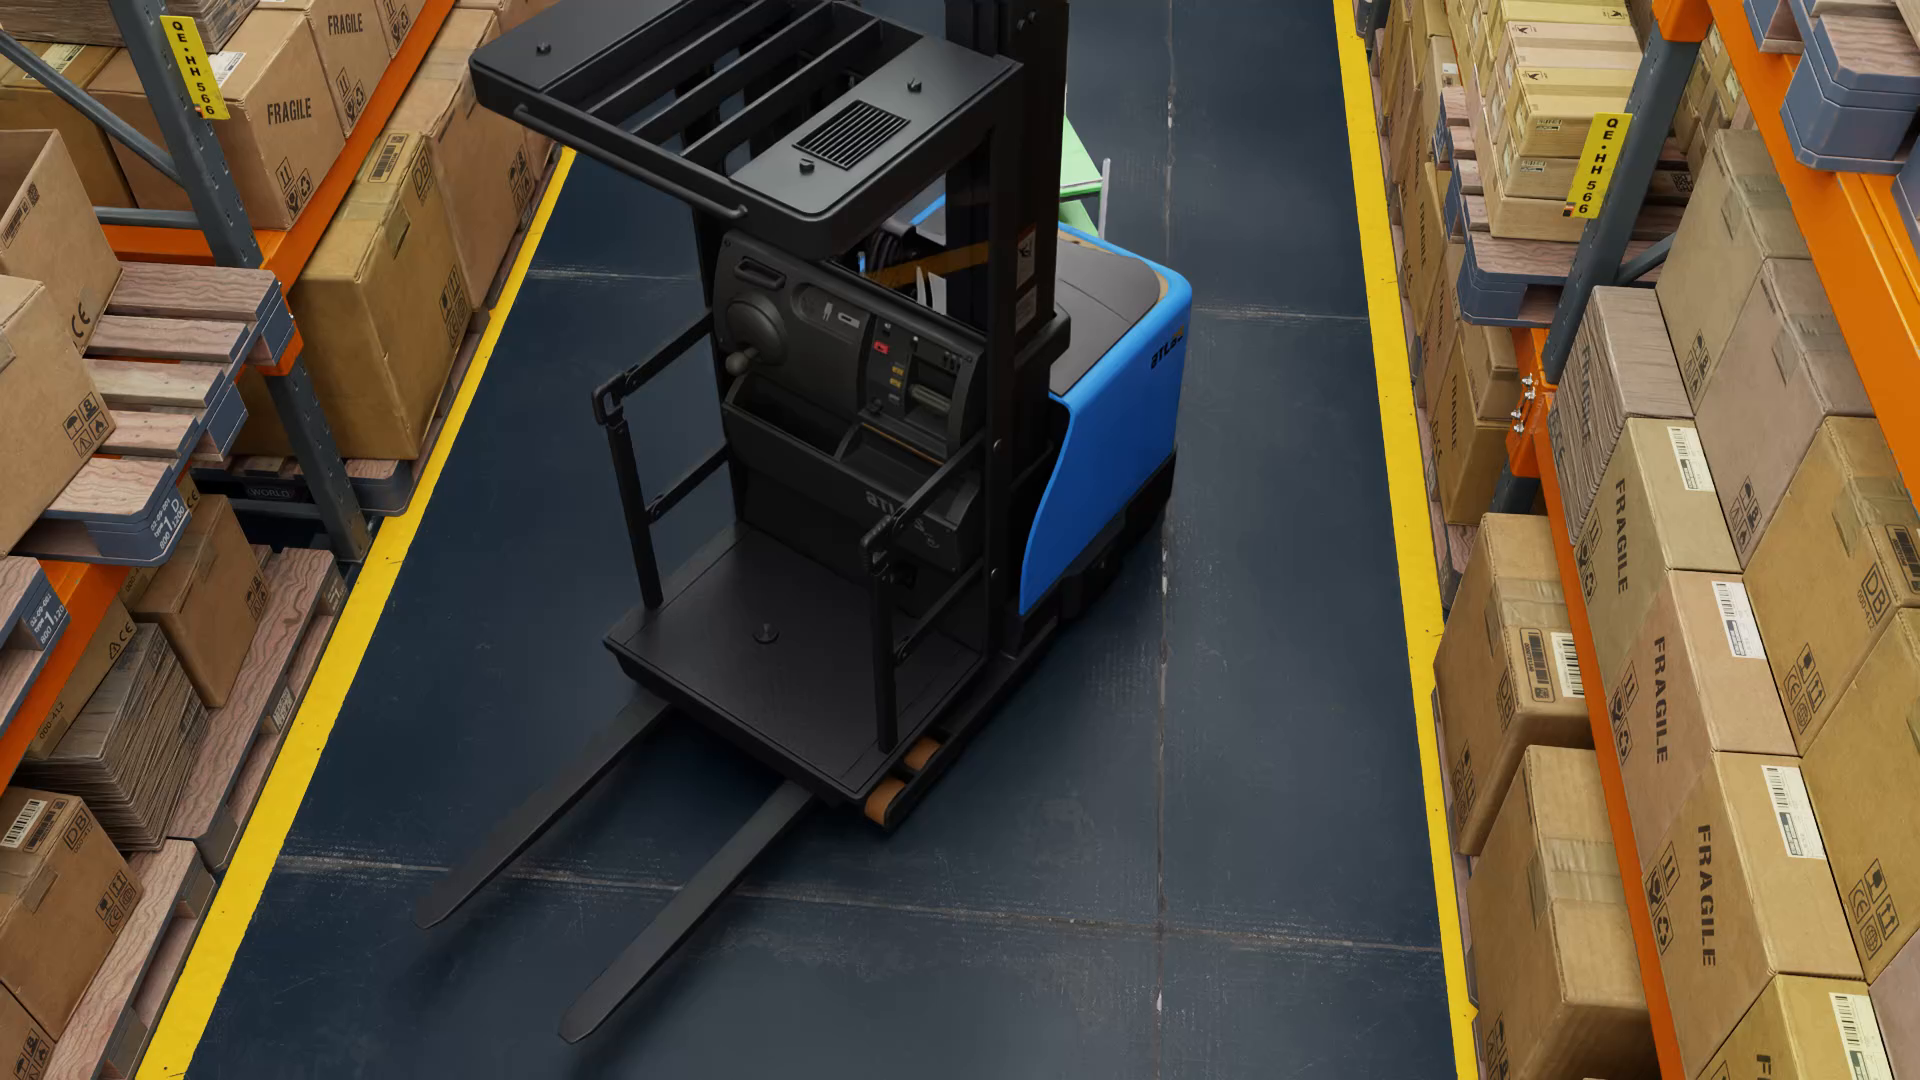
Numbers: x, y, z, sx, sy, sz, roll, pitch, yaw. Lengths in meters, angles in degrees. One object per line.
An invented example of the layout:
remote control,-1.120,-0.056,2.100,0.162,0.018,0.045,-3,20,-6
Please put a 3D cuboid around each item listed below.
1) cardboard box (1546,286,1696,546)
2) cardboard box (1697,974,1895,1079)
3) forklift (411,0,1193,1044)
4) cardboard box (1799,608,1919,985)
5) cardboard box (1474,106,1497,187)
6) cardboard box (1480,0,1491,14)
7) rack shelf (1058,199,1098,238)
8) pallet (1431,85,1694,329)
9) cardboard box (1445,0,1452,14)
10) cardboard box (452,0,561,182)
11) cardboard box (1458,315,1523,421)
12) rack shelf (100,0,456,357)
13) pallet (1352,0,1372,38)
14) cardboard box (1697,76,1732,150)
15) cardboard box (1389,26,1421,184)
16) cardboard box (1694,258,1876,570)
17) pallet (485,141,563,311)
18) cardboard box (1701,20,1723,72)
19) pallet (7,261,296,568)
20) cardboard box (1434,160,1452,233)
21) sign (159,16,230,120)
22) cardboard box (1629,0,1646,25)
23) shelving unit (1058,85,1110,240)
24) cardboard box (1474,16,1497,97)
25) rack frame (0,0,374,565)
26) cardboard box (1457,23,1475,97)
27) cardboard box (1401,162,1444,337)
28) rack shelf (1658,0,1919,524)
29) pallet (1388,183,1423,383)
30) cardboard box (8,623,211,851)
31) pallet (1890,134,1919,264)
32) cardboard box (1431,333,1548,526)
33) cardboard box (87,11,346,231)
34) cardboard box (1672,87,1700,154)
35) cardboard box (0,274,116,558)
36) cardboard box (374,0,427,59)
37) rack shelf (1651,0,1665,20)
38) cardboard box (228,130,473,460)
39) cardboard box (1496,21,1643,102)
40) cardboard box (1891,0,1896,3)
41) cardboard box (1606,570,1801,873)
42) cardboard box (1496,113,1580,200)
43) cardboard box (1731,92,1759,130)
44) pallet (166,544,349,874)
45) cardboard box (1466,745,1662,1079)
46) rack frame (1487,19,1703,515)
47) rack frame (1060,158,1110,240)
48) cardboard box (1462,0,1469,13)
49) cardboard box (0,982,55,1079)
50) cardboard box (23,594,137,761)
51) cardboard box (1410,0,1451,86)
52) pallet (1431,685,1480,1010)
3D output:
cardboard box,1.913,-0.313,4.436,0.500,0.500,0.500,4,48,4
cardboard box,1.732,1.171,3.079,0.500,0.500,0.500,4,48,4
forklift,-0.468,-0.475,4.698,1.130,2.935,3.031,28,53,23
cardboard box,2.037,0.492,3.022,0.700,0.500,0.500,3,48,3
cardboard box,1.835,-1.224,5.222,0.380,0.149,0.250,4,48,3
cardboard box,1.881,-1.813,5.358,0.380,0.149,0.250,5,48,5
rack shelf,0.344,-1.202,6.297,0.258,0.148,0.480,-12,49,-11
pallet,2.182,-1.057,5.314,1.213,0.211,1.003,4,48,4
cardboard box,1.932,-1.983,5.917,0.380,0.149,0.250,5,48,5
cardboard box,-2.461,-2.234,7.416,1.225,0.875,0.875,2,48,2
cardboard box,2.024,-0.662,5.724,0.500,0.250,0.500,3,48,3
rack shelf,-2.525,-2.226,6.740,1.077,0.370,4.000,4,48,4
pallet,2.614,-3.085,8.929,1.003,0.211,1.213,4,48,4
cardboard box,2.490,-1.289,5.081,0.380,0.149,0.250,6,48,5
cardboard box,2.210,-1.914,7.377,0.500,0.500,0.500,6,48,5
cardboard box,2.128,-0.261,3.711,0.700,0.500,0.500,3,48,3
pallet,-2.446,-1.526,7.503,1.003,0.211,1.213,4,48,4
cardboard box,2.507,-1.553,5.120,0.380,0.149,0.250,4,48,3
pallet,-2.666,-0.403,4.716,1.213,0.211,1.003,4,48,4
cardboard box,2.122,-1.407,6.405,0.500,0.250,0.500,5,48,4
sign,-2.166,-1.333,4.706,0.100,0.325,0.005,4,48,4
cardboard box,2.584,-1.937,5.875,0.380,0.149,0.250,4,48,4
shelving unit,0.344,-1.083,6.427,0.258,1.200,0.503,-12,49,-11
cardboard box,1.859,-1.532,5.302,0.380,0.149,0.250,5,48,4
rack frame,-2.707,-0.999,5.131,1.000,3.000,0.127,4,48,4
cardboard box,1.884,-1.596,5.562,0.380,0.149,0.250,3,48,3
cardboard box,2.106,-1.161,6.689,0.500,0.500,0.500,2,48,2
rack shelf,2.041,0.109,2.572,1.077,0.370,4.000,4,48,4
pallet,2.410,-1.118,7.129,1.003,0.211,1.213,4,48,4
cardboard box,-2.786,0.599,5.066,0.700,0.500,0.500,0,48,0
pallet,2.118,-0.241,2.533,1.003,0.211,1.213,6,48,5
cardboard box,2.023,-0.390,5.983,0.500,0.500,0.500,4,48,3
cardboard box,-2.392,-1.371,5.404,0.500,0.500,0.500,5,48,5
cardboard box,2.514,-1.358,5.345,0.380,0.149,0.250,6,48,5
cardboard box,-2.668,-0.358,4.192,0.700,0.500,0.500,10,48,9
cardboard box,-2.304,-2.127,6.095,0.500,0.500,0.500,3,48,3
rack shelf,2.405,-2.830,5.260,1.077,0.370,4.000,4,48,4
cardboard box,-2.623,-0.929,6.222,1.225,0.875,0.875,2,48,2
cardboard box,1.836,-1.424,5.002,0.380,0.149,0.250,3,48,3
cardboard box,1.938,-1.232,3.019,0.500,0.311,0.500,4,48,4
cardboard box,1.823,0.431,3.755,0.500,0.500,0.500,4,48,3
cardboard box,1.815,-1.142,4.946,0.380,0.149,0.250,5,48,4
cardboard box,2.459,-1.178,4.777,0.380,0.149,0.250,4,48,4
pallet,-2.780,0.517,5.635,1.003,0.211,1.213,4,48,4
cardboard box,2.002,1.111,4.441,1.050,0.750,0.750,5,48,4
rack frame,2.223,-0.591,4.758,1.000,3.000,0.127,4,48,4
rack frame,0.411,-0.910,6.269,0.240,1.200,0.015,-12,49,-11
cardboard box,1.907,-1.898,5.637,0.380,0.149,0.250,4,48,3
cardboard box,-2.881,1.426,4.309,0.700,0.500,0.500,0,48,0
cardboard box,-2.776,0.328,4.805,0.500,0.250,0.500,9,48,8
cardboard box,2.211,-2.165,7.098,0.500,0.250,0.500,5,48,5
pallet,2.076,0.925,5.261,1.003,0.211,1.213,4,48,4
